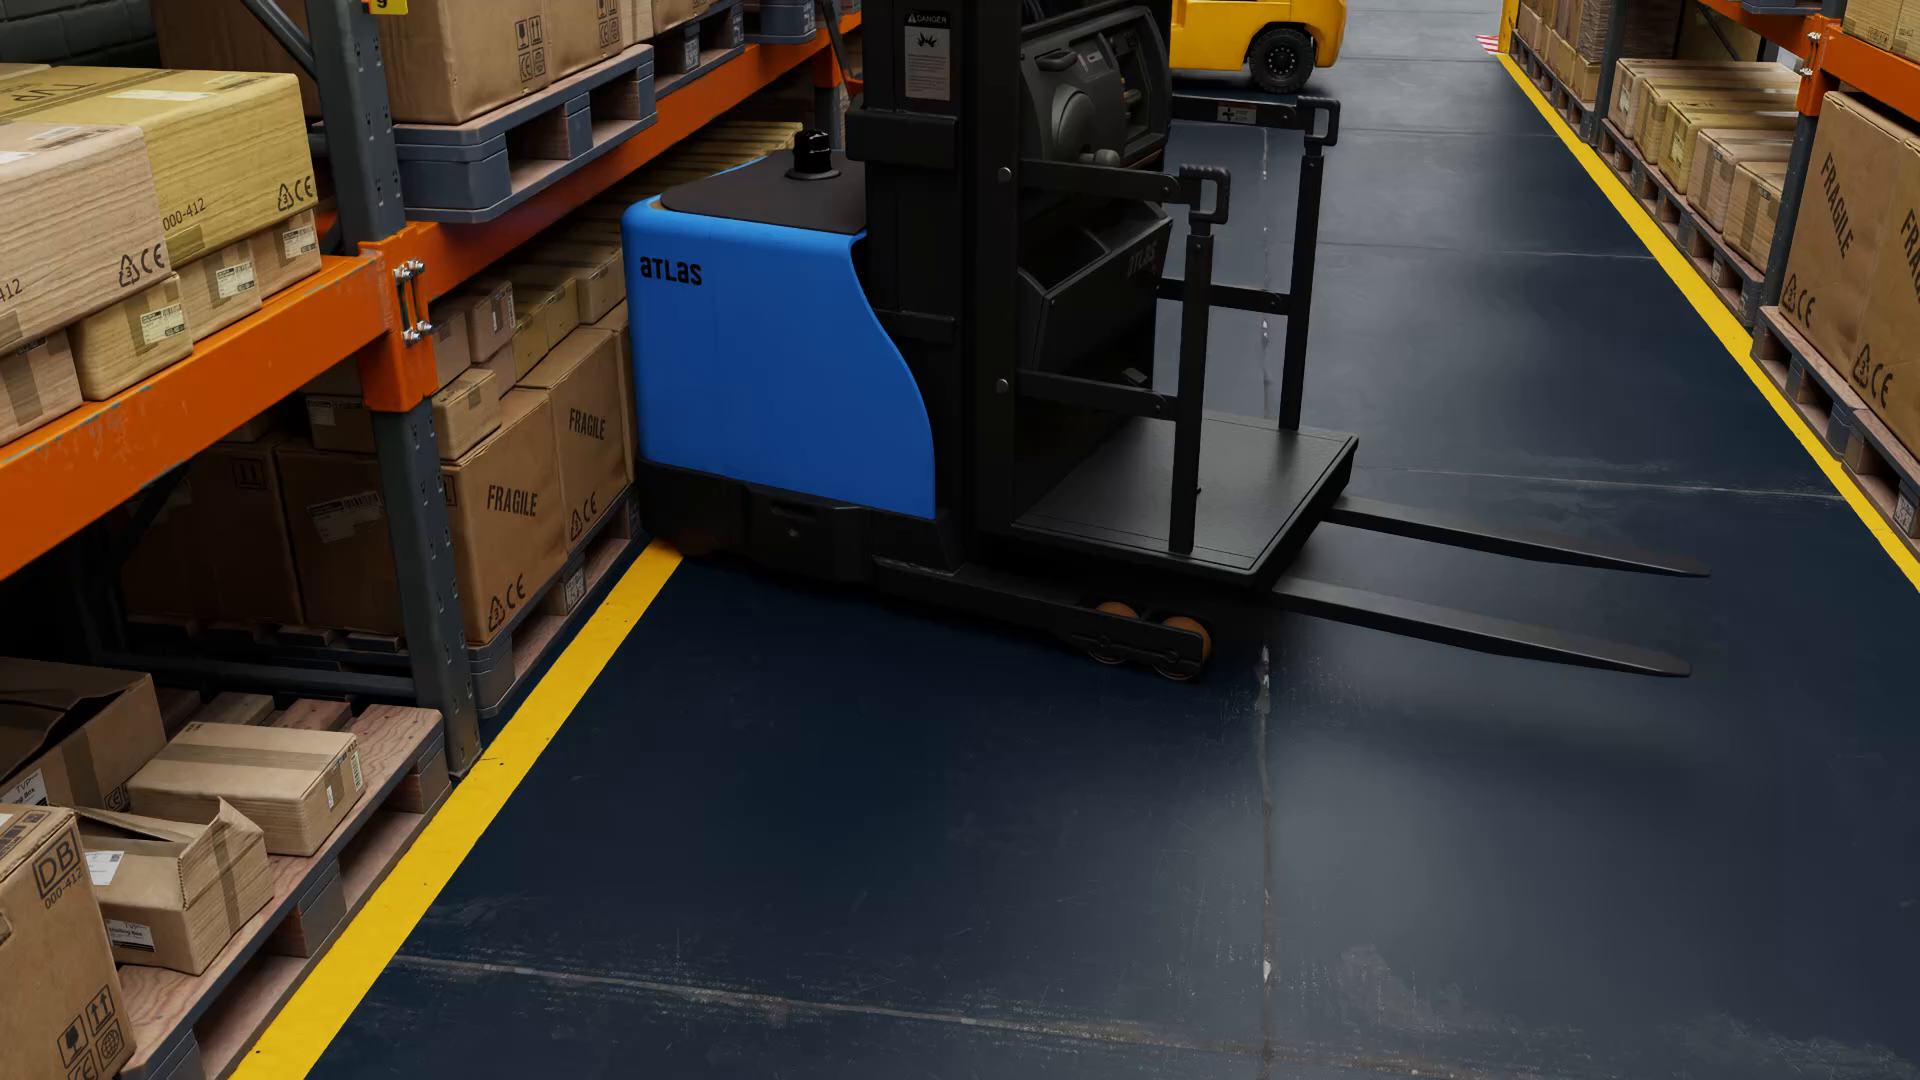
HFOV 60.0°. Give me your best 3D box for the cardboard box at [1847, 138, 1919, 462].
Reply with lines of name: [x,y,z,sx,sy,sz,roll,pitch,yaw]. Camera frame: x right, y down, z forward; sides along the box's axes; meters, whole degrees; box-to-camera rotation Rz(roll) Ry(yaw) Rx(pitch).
cardboard box: [3.522,-0.740,5.304,0.875,0.875,0.875,4,25,9]

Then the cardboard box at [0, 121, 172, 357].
cardboard box: [-1.594,-0.464,2.529,0.500,0.250,0.500,4,25,9]

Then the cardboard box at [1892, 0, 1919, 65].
cardboard box: [3.472,-1.697,5.515,0.500,0.250,0.500,3,25,7]

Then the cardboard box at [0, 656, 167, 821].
cardboard box: [-2.025,0.450,3.427,0.500,0.311,0.500,5,26,10]

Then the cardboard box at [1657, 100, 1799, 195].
cardboard box: [4.212,-2.030,8.653,0.950,0.372,0.625,5,26,10]

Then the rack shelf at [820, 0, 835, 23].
rack shelf: [-0.217,-2.019,5.509,0.431,0.518,0.480,-40,43,-25]

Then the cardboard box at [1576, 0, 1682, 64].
cardboard box: [4.353,-3.392,10.822,0.500,0.500,0.500,4,25,8]

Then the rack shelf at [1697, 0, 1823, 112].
rack shelf: [4.194,-2.679,8.284,1.077,0.370,4.000,4,25,9]

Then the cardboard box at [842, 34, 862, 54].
cardboard box: [-0.706,-2.441,9.232,0.875,0.625,0.625,3,25,6]

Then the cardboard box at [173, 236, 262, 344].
cardboard box: [-1.508,-0.463,2.997,0.380,0.149,0.250,5,25,10]

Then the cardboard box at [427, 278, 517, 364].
cardboard box: [-1.368,-0.568,4.262,0.380,0.149,0.250,3,25,6]

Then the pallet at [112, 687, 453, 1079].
pallet: [-1.797,0.712,3.479,1.003,0.211,1.213,4,25,9]

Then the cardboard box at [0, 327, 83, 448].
cardboard box: [-1.596,-0.245,2.531,0.380,0.149,0.250,5,25,10]

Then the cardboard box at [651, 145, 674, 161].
cardboard box: [-1.423,-1.666,6.959,0.380,0.149,0.250,5,26,11]

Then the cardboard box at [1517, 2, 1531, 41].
cardboard box: [4.770,-4.141,13.306,0.500,0.250,0.500,4,25,8]

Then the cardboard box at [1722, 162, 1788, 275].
cardboard box: [3.969,-1.404,7.316,0.950,0.372,0.625,2,25,5]

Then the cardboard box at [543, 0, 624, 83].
cardboard box: [-1.300,-1.477,4.253,0.700,0.500,0.500,4,25,9]

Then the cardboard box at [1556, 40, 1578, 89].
cardboard box: [4.429,-3.276,11.458,0.500,0.250,0.500,3,25,7]

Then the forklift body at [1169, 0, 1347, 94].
forklift body: [1.767,-4.553,12.439,2.313,2.155,1.214,4,25,9]

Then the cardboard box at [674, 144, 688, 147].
cardboard box: [-1.376,-1.412,7.181,0.500,0.500,0.500,5,26,10]

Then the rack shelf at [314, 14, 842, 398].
rack shelf: [-1.357,-1.348,5.441,1.077,0.370,4.000,4,25,9]

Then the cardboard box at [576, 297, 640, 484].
cardboard box: [-1.220,-0.514,5.264,0.500,0.500,0.500,3,25,7]

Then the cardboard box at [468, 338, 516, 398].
cardboard box: [-1.394,-0.442,4.345,0.380,0.149,0.250,3,25,7]

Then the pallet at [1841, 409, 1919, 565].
pallet: [3.462,-0.072,5.155,1.003,0.211,1.213,4,25,9]

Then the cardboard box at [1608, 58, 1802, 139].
cardboard box: [4.438,-2.622,9.917,0.950,0.372,0.625,4,25,9]

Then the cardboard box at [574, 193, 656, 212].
cardboard box: [-1.106,-1.086,5.720,0.380,0.149,0.250,3,25,6]

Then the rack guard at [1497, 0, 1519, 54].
rack guard: [5.162,-4.350,13.954,1.175,0.500,0.348,4,25,9]

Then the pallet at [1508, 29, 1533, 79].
pallet: [4.994,-3.882,13.295,1.003,0.211,1.213,4,25,9]

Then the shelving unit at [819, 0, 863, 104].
shelving unit: [-0.053,-1.506,5.934,0.431,2.100,0.503,-40,43,-25]

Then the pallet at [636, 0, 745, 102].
pallet: [-1.344,-1.610,5.378,1.003,0.211,1.213,4,25,9]

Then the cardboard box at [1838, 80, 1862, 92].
cardboard box: [6.038,-3.064,11.204,0.500,0.500,0.500,-20,32,-36]

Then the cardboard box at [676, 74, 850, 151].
cardboard box: [-0.915,-1.885,8.045,0.875,0.625,0.625,5,26,10]

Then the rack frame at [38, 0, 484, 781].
rack frame: [-1.684,-0.838,3.502,1.000,3.000,0.127,4,25,9]

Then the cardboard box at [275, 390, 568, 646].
cardboard box: [-1.383,-0.083,4.341,0.500,0.500,0.500,5,26,11]

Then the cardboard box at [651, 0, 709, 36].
cardboard box: [-1.172,-1.805,4.954,0.700,0.500,0.500,4,25,8]

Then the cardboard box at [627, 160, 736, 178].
cardboard box: [-1.050,-1.308,6.194,0.380,0.149,0.250,5,26,10]

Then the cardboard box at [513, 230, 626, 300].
cardboard box: [-1.211,-0.872,5.262,0.380,0.149,0.250,5,26,10]

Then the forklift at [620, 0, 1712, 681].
forklift: [0.558,-1.210,4.377,3.031,2.935,1.130,12,28,24]

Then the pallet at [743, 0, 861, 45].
pallet: [-1.072,-2.135,6.500,1.213,0.211,1.003,4,25,9]

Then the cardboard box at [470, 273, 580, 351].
cardboard box: [-1.332,-0.666,4.823,0.380,0.149,0.250,4,25,8]

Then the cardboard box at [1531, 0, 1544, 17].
cardboard box: [4.685,-4.252,12.658,0.500,0.500,0.500,3,25,7]

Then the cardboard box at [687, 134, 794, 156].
cardboard box: [-0.875,-1.522,6.652,0.380,0.149,0.250,3,25,6]

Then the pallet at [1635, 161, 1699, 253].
pallet: [4.198,-1.741,8.720,1.003,0.211,1.213,4,25,9]

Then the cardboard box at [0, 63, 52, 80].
cardboard box: [-2.031,-0.716,3.068,0.500,0.250,0.500,4,25,8]

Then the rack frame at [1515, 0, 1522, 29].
rack frame: [5.175,-5.514,13.492,1.000,3.000,0.127,4,25,9]

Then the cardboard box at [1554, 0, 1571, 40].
cardboard box: [4.516,-3.818,11.732,0.500,0.500,0.500,5,26,11]

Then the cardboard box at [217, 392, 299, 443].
cardboard box: [-1.908,-0.364,4.176,0.380,0.149,0.250,3,25,6]

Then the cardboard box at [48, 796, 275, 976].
cardboard box: [-1.544,0.613,3.132,0.396,0.266,0.258,5,26,10]

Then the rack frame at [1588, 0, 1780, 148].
rack frame: [4.521,-3.841,9.918,1.000,3.000,0.127,4,25,9]

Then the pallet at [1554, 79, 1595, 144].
pallet: [4.596,-2.862,11.115,1.003,0.211,1.213,4,25,9]

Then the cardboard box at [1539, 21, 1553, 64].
cardboard box: [4.602,-3.699,12.362,0.500,0.250,0.500,6,26,12]
